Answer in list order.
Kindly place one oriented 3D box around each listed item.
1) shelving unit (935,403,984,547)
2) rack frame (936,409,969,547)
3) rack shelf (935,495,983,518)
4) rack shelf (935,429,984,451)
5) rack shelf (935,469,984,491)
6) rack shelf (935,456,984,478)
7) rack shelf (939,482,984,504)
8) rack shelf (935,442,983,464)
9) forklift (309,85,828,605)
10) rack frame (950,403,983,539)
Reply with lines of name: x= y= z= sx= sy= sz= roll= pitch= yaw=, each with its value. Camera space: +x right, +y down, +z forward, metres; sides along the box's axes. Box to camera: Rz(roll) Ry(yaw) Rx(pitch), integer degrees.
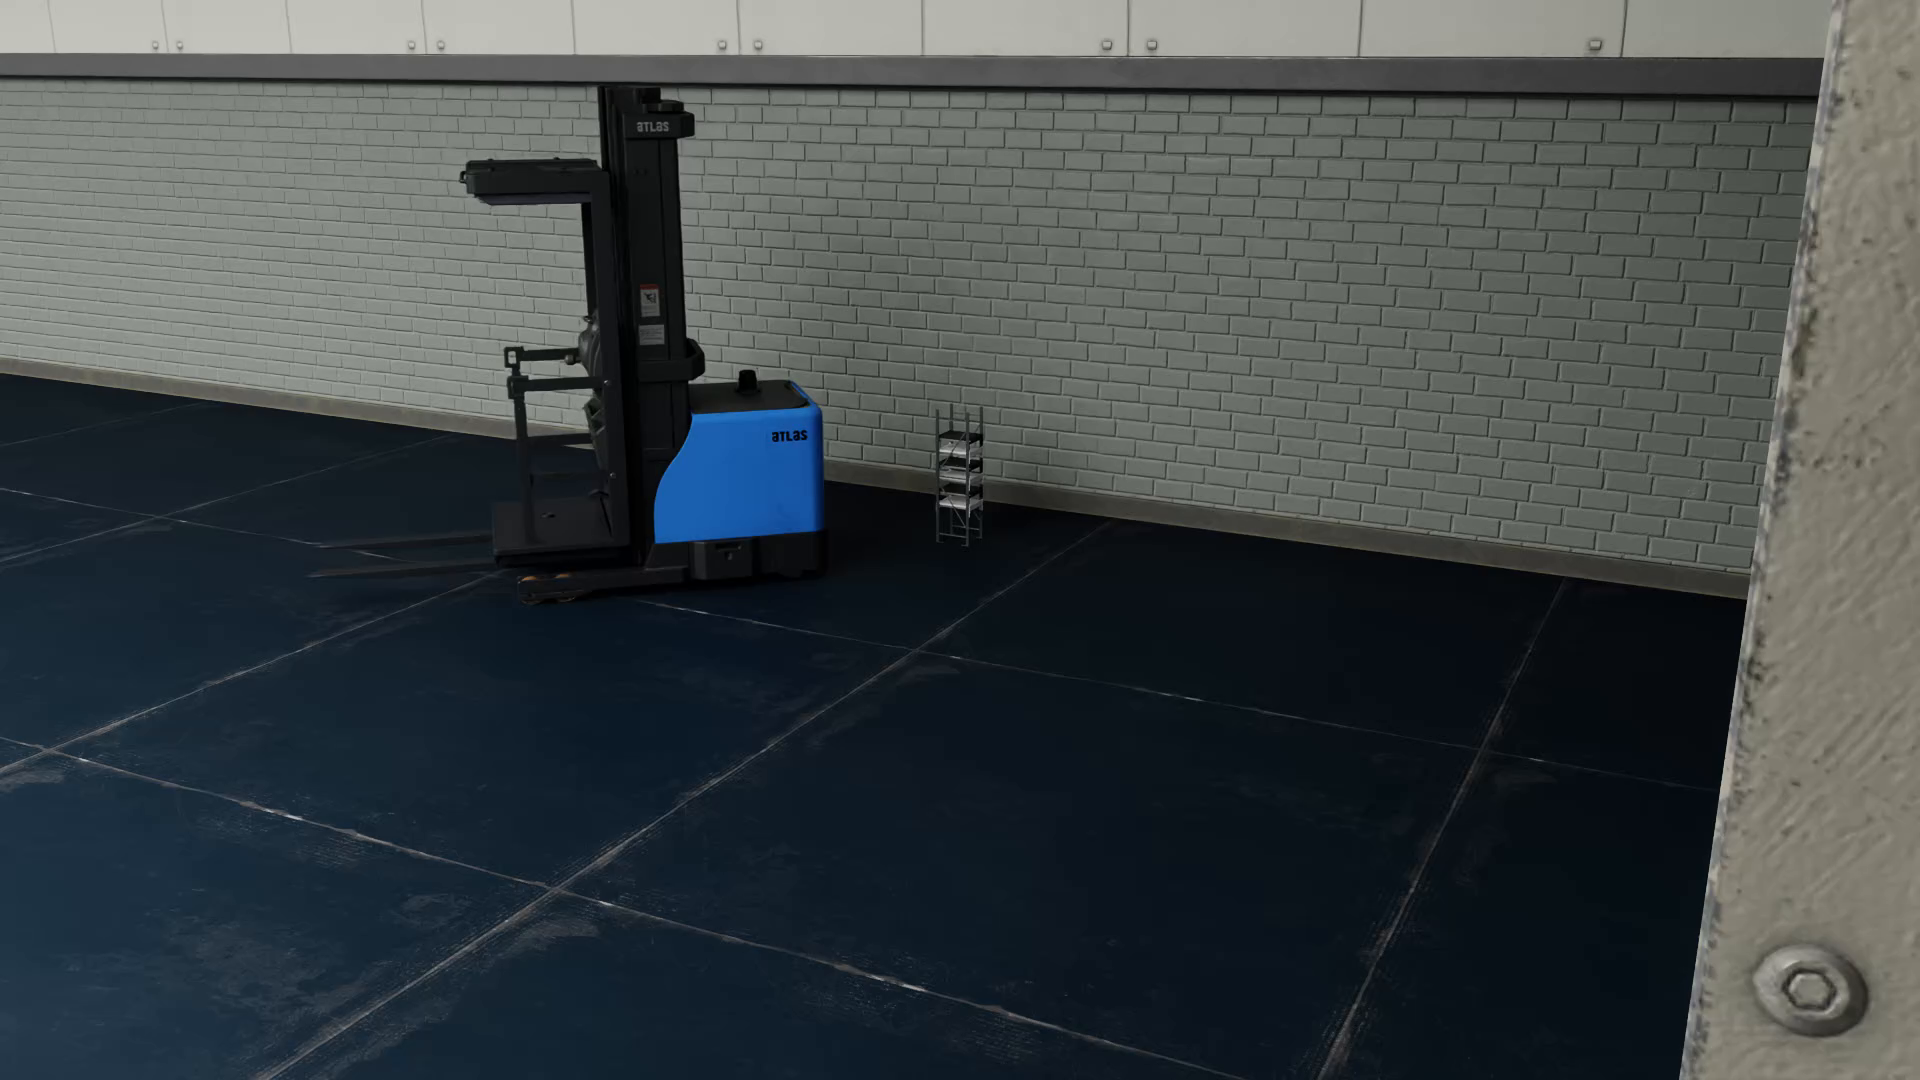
shelving unit: x=-0.004 y=-0.429 z=10.961 sx=0.258 sy=0.900 sz=0.210 roll=8 pitch=18 yaw=25
rack frame: x=-0.049 y=-0.403 z=10.874 sx=0.240 sy=0.900 sz=0.006 roll=8 pitch=18 yaw=25
rack shelf: x=-0.004 y=-0.225 z=11.022 sx=0.258 sy=0.077 sz=0.200 roll=8 pitch=18 yaw=25
rack shelf: x=-0.004 y=-0.656 z=10.894 sx=0.258 sy=0.077 sz=0.200 roll=8 pitch=18 yaw=25
rack shelf: x=-0.004 y=-0.397 z=10.971 sx=0.258 sy=0.077 sz=0.200 roll=8 pitch=18 yaw=25
rack shelf: x=-0.004 y=-0.484 z=10.945 sx=0.258 sy=0.077 sz=0.200 roll=8 pitch=18 yaw=25
rack shelf: x=-0.004 y=-0.311 z=10.997 sx=0.258 sy=0.077 sz=0.200 roll=8 pitch=18 yaw=25
rack shelf: x=-0.004 y=-0.570 z=10.920 sx=0.258 sy=0.077 sz=0.200 roll=8 pitch=18 yaw=25
forklift: x=-2.393 y=-1.189 z=9.954 sx=3.031 sy=2.935 sz=1.130 roll=-5 pitch=17 yaw=-15
rack frame: x=0.042 y=-0.455 z=11.049 sx=0.240 sy=0.900 sz=0.006 roll=8 pitch=18 yaw=25
